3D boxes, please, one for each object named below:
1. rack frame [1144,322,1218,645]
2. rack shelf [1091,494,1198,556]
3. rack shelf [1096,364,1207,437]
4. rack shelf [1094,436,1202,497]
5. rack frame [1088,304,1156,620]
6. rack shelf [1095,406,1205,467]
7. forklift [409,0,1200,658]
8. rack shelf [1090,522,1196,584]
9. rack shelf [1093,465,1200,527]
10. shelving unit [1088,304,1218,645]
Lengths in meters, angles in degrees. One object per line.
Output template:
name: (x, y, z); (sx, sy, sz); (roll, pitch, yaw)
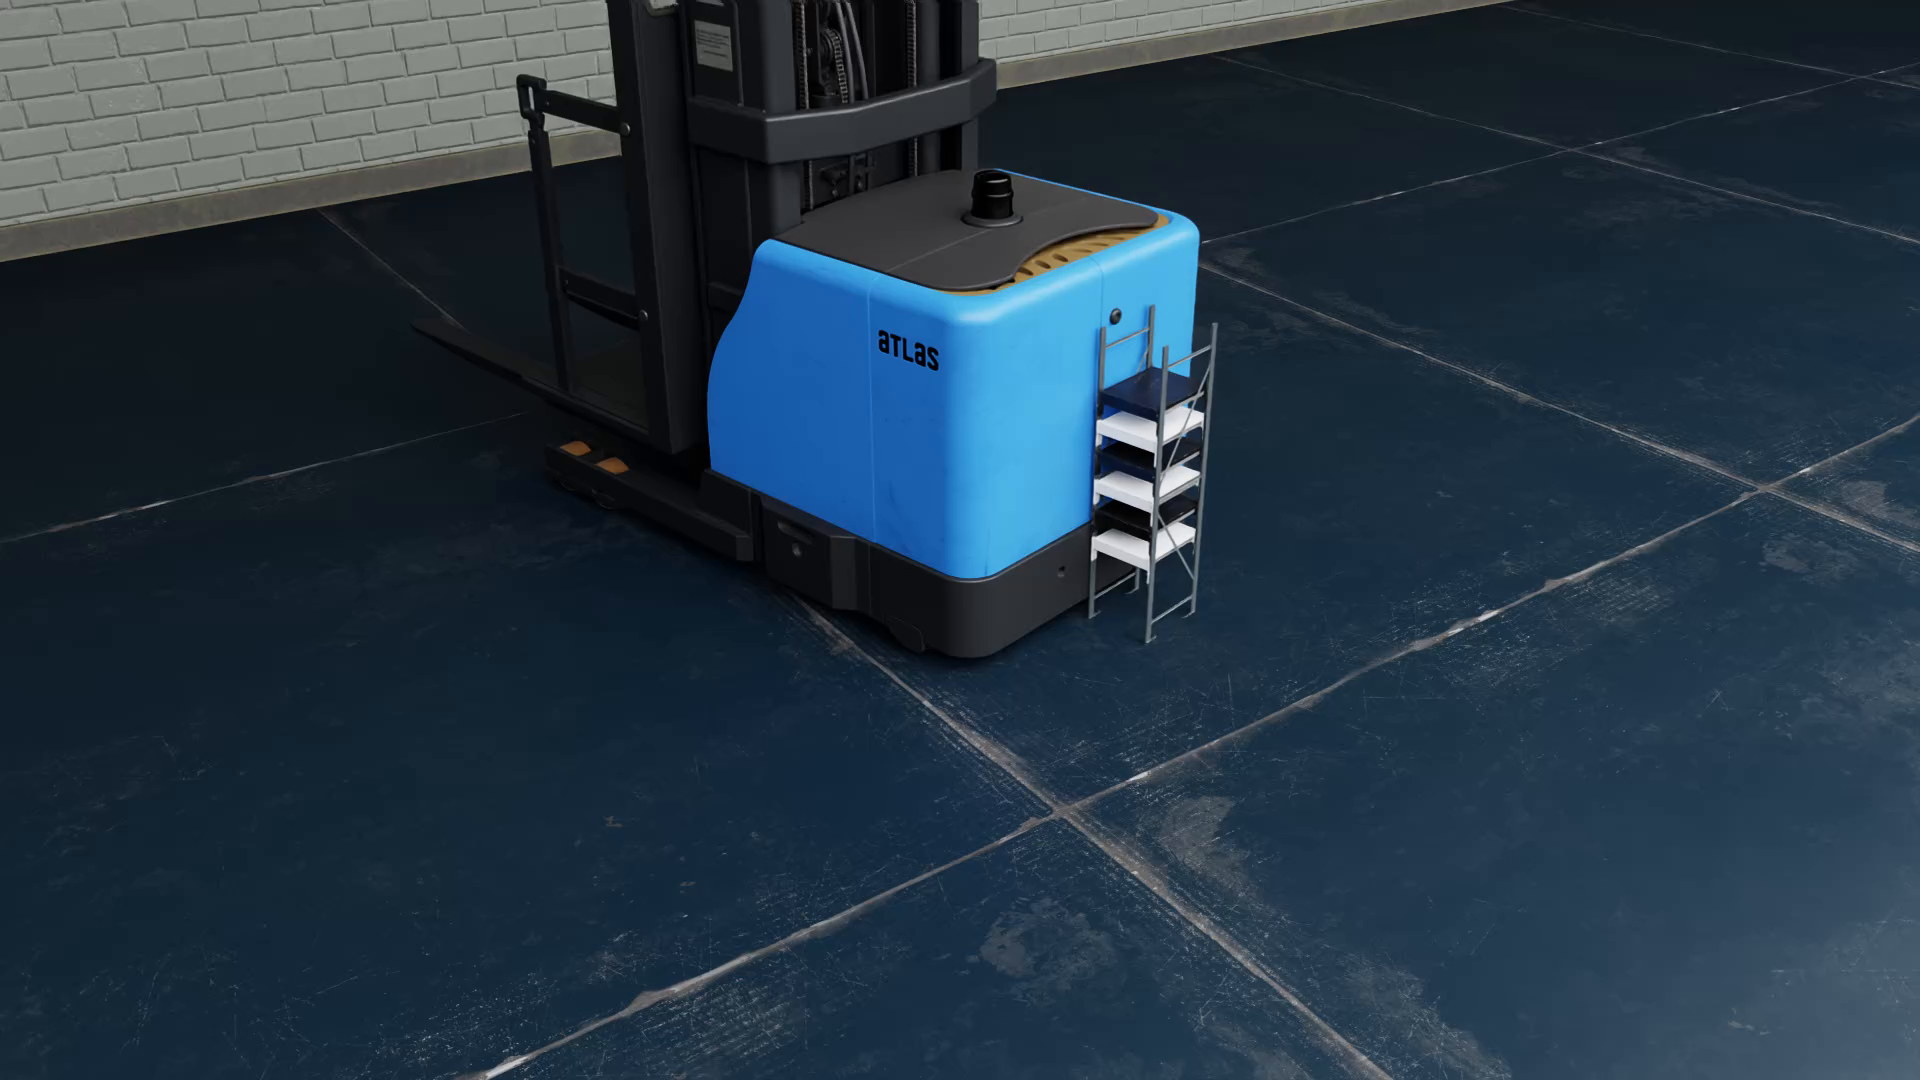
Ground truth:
rack frame: (0.604, -0.142, 4.569); (0.006, 0.900, 0.240); (23, 36, 36)
rack shelf: (0.529, -0.066, 4.688); (0.200, 0.077, 0.258); (23, 36, 36)
rack shelf: (0.529, -0.383, 4.516); (0.200, 0.077, 0.258); (23, 36, 36)
rack shelf: (0.529, -0.225, 4.602); (0.200, 0.077, 0.258); (23, 36, 36)
rack frame: (0.453, -0.207, 4.689); (0.006, 0.900, 0.240); (23, 36, 36)
rack shelf: (0.529, -0.304, 4.559); (0.200, 0.077, 0.258); (23, 36, 36)
forklift: (-0.741, -1.552, 5.037); (3.031, 2.935, 1.130); (23, 36, 36)
rack shelf: (0.529, 0.013, 4.731); (0.200, 0.077, 0.258); (23, 36, 36)
rack shelf: (0.529, -0.145, 4.645); (0.200, 0.077, 0.258); (23, 36, 36)
shelving unit: (0.529, -0.175, 4.629); (0.210, 0.900, 0.258); (23, 36, 36)
